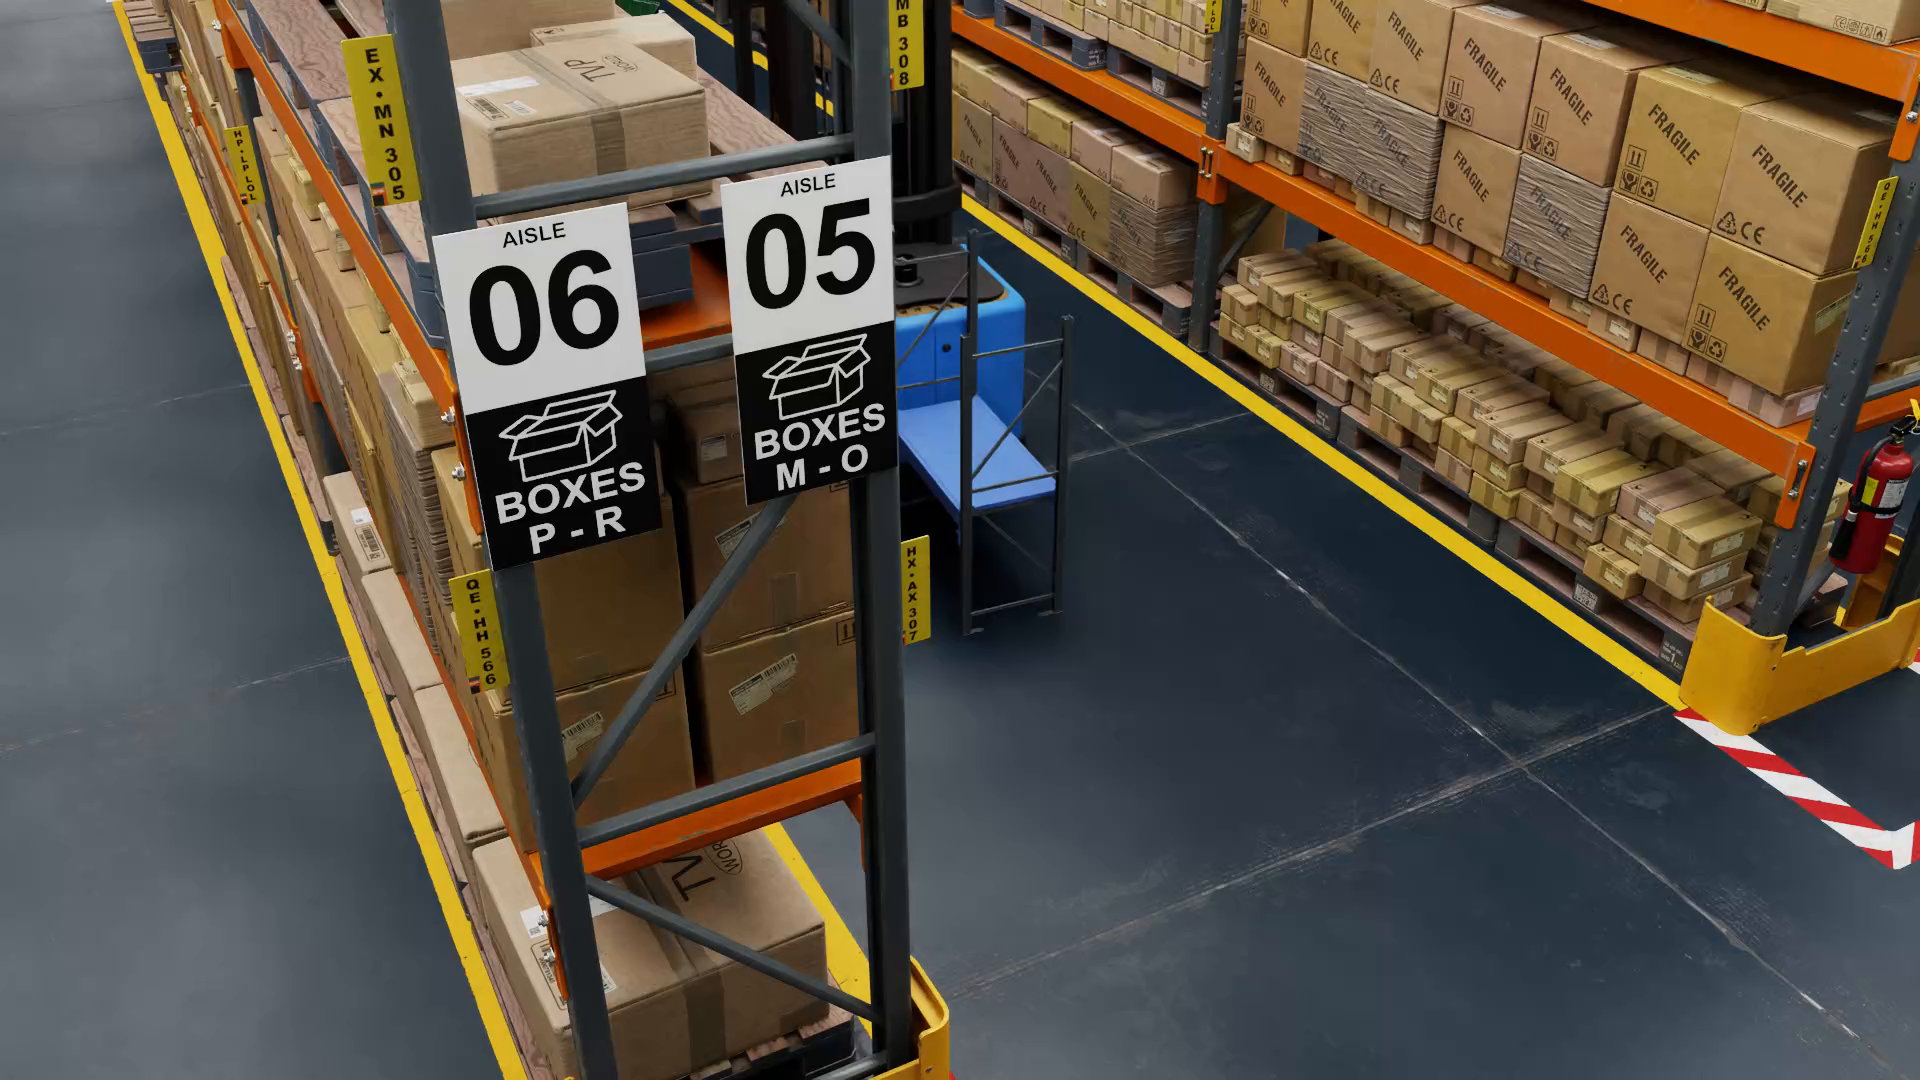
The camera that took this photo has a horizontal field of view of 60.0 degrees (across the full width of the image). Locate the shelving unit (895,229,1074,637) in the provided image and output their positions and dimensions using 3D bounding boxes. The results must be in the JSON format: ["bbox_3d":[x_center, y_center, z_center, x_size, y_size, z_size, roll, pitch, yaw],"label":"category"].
[{"bbox_3d":[0.042,-0.501,7.642,0.538,1.500,1.048,-13,35,-19],"label":"shelving unit"}]

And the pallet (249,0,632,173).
[{"bbox_3d":[-1.546,-1.488,5.094,1.003,0.211,1.213,-16,36,-23],"label":"pallet"}]

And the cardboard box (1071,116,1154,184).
[{"bbox_3d":[1.050,-2.511,10.622,0.500,0.250,0.500,-14,35,-21],"label":"cardboard box"}]

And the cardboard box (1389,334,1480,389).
[{"bbox_3d":[2.452,-0.916,8.602,0.380,0.149,0.250,-17,37,-25],"label":"cardboard box"}]

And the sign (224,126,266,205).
[{"bbox_3d":[-2.959,-1.550,6.889,0.100,0.325,0.005,-16,36,-23],"label":"sign"}]

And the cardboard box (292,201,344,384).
[{"bbox_3d":[-2.017,-0.922,5.889,0.500,0.500,0.500,-15,36,-22],"label":"cardboard box"}]

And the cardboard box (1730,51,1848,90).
[{"bbox_3d":[3.498,-1.730,6.875,0.500,0.500,0.500,-15,36,-22],"label":"cardboard box"}]

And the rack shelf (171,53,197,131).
[{"bbox_3d":[-5.281,-3.798,12.064,1.077,0.370,4.000,-16,36,-23],"label":"rack shelf"}]

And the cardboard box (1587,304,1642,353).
[{"bbox_3d":[2.959,-0.960,7.201,0.380,0.149,0.250,-15,36,-22],"label":"cardboard box"}]

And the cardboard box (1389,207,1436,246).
[{"bbox_3d":[2.348,-1.591,8.186,0.380,0.149,0.250,-14,35,-21],"label":"cardboard box"}]

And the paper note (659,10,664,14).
[{"bbox_3d":[-2.996,-5.192,16.325,0.142,0.020,0.147,12,35,19],"label":"paper note"}]

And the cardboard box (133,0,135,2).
[{"bbox_3d":[-6.965,-4.847,14.500,0.500,0.500,0.500,-15,36,-22],"label":"cardboard box"}]

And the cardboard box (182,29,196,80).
[{"bbox_3d":[-4.091,-2.743,9.426,0.500,0.250,0.500,-15,36,-22],"label":"cardboard box"}]

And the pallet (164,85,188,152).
[{"bbox_3d":[-5.849,-3.510,13.533,1.003,0.211,1.213,-16,36,-23],"label":"pallet"}]

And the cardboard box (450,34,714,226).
[{"bbox_3d":[-0.908,-0.939,3.812,0.500,0.250,0.500,-19,37,-27],"label":"cardboard box"}]

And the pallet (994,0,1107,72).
[{"bbox_3d":[0.943,-3.424,10.992,1.003,0.211,1.213,-16,36,-23],"label":"pallet"}]

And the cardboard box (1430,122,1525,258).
[{"bbox_3d":[2.573,-1.666,7.701,0.500,0.500,0.500,-14,35,-21],"label":"cardboard box"}]

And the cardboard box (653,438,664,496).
[{"bbox_3d":[-0.963,-0.186,4.138,0.380,0.149,0.250,-15,36,-22],"label":"cardboard box"}]

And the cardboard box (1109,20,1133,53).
[{"bbox_3d":[1.136,-3.104,10.158,0.380,0.149,0.250,-18,37,-25],"label":"cardboard box"}]

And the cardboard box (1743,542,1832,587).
[{"bbox_3d":[3.752,0.071,7.611,0.380,0.149,0.250,-15,36,-22],"label":"cardboard box"}]

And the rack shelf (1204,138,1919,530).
[{"bbox_3d":[2.781,-1.273,8.124,1.077,0.370,4.000,-16,36,-23],"label":"rack shelf"}]

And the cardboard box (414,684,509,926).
[{"bbox_3d":[-1.449,0.849,6.130,0.875,0.438,0.875,-15,36,-22],"label":"cardboard box"}]

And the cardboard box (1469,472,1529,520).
[{"bbox_3d":[2.726,-0.262,8.132,0.380,0.149,0.250,-18,37,-25],"label":"cardboard box"}]

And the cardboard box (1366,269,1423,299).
[{"bbox_3d":[2.521,-1.424,9.394,0.380,0.149,0.250,-16,36,-24],"label":"cardboard box"}]

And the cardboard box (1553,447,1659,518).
[{"bbox_3d":[2.943,-0.263,7.583,0.380,0.149,0.250,-17,36,-24],"label":"cardboard box"}]

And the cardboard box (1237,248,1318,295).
[{"bbox_3d":[1.826,-1.541,9.577,0.380,0.149,0.250,-14,35,-21],"label":"cardboard box"}]

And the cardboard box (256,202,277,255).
[{"bbox_3d":[-2.904,-1.534,7.539,0.500,0.250,0.500,-16,36,-23],"label":"cardboard box"}]

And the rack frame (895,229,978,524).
[{"bbox_3d":[-0.152,-0.755,8.038,0.500,1.500,0.032,-13,35,-19],"label":"rack frame"}]

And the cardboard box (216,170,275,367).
[{"bbox_3d":[-3.688,-1.651,9.627,0.875,0.875,0.875,-15,36,-23],"label":"cardboard box"}]

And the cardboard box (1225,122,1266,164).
[{"bbox_3d":[1.691,-2.207,9.148,0.380,0.149,0.250,-15,35,-21],"label":"cardboard box"}]

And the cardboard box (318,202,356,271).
[{"bbox_3d":[-1.872,-1.026,5.450,0.380,0.149,0.250,-16,36,-23],"label":"cardboard box"}]

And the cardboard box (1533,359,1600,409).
[{"bbox_3d":[3.139,-0.807,8.431,0.380,0.149,0.250,-15,36,-22],"label":"cardboard box"}]

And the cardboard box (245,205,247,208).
[{"bbox_3d":[-3.370,-1.814,8.439,0.500,0.250,0.500,-17,36,-24],"label":"cardboard box"}]

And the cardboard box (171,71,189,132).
[{"bbox_3d":[-5.628,-3.534,13.032,0.950,0.372,0.625,-14,35,-20],"label":"cardboard box"}]

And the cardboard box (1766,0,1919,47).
[{"bbox_3d":[3.267,-1.972,5.906,0.500,0.250,0.500,-17,36,-24],"label":"cardboard box"}]

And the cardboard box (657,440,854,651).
[{"bbox_3d":[-0.590,-0.092,4.594,0.500,0.500,0.500,-17,36,-24],"label":"cardboard box"}]

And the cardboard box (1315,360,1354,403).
[{"bbox_3d":[2.183,-0.911,9.145,0.380,0.149,0.250,-17,36,-24],"label":"cardboard box"}]

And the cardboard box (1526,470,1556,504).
[{"bbox_3d":[2.937,-0.305,7.923,0.380,0.149,0.250,-16,36,-24],"label":"cardboard box"}]

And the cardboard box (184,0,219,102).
[{"bbox_3d":[-3.635,-2.586,8.486,0.500,0.500,0.500,-15,36,-22],"label":"cardboard box"}]

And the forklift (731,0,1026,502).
[{"bbox_3d":[-0.694,-2.139,8.871,1.130,2.935,3.031,-13,35,-19],"label":"forklift"}]

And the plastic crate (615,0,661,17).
[{"bbox_3d":[-3.121,-4.942,15.737,0.450,0.188,0.662,10,33,-4],"label":"plastic crate"}]

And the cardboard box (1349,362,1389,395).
[{"bbox_3d":[2.308,-0.907,8.862,0.380,0.149,0.250,-14,35,-21],"label":"cardboard box"}]

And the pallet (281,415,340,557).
[{"bbox_3d":[-2.910,-0.412,8.698,1.003,0.211,1.213,-16,36,-23],"label":"pallet"}]

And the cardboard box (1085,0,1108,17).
[{"bbox_3d":[1.000,-3.366,10.290,0.380,0.149,0.250,-18,37,-26],"label":"cardboard box"}]

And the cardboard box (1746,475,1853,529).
[{"bbox_3d":[3.770,-0.184,7.459,0.380,0.149,0.250,-18,37,-25],"label":"cardboard box"}]

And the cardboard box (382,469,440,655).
[{"bbox_3d":[-1.547,-0.020,5.409,0.500,0.500,0.500,-15,36,-22],"label":"cardboard box"}]

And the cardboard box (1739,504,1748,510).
[{"bbox_3d":[3.619,-0.183,7.732,0.380,0.149,0.250,-16,36,-23],"label":"cardboard box"}]

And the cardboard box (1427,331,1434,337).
[{"bbox_3d":[2.721,-1.051,9.088,0.380,0.149,0.250,-15,36,-22],"label":"cardboard box"}]

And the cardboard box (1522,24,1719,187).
[{"bbox_3d":[2.794,-1.854,7.067,0.500,0.500,0.500,-14,35,-21],"label":"cardboard box"}]

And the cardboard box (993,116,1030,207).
[{"bbox_3d":[0.569,-2.679,11.579,0.500,0.500,0.500,-17,36,-24],"label":"cardboard box"}]

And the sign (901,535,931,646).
[{"bbox_3d":[-0.125,0.137,4.380,0.100,0.325,0.005,-16,36,-23],"label":"sign"}]

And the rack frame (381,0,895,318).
[{"bbox_3d":[-0.618,-1.854,2.803,1.000,3.000,0.127,-16,36,-23],"label":"rack frame"}]

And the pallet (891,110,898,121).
[{"bbox_3d":[-0.317,-3.661,13.768,1.003,0.211,1.213,-16,36,-23],"label":"pallet"}]

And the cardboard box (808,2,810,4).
[{"bbox_3d":[-1.066,-4.843,14.725,1.050,0.750,0.750,-16,36,-23],"label":"cardboard box"}]

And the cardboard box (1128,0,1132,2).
[{"bbox_3d":[1.121,-3.372,10.024,0.380,0.149,0.250,-16,36,-23],"label":"cardboard box"}]
